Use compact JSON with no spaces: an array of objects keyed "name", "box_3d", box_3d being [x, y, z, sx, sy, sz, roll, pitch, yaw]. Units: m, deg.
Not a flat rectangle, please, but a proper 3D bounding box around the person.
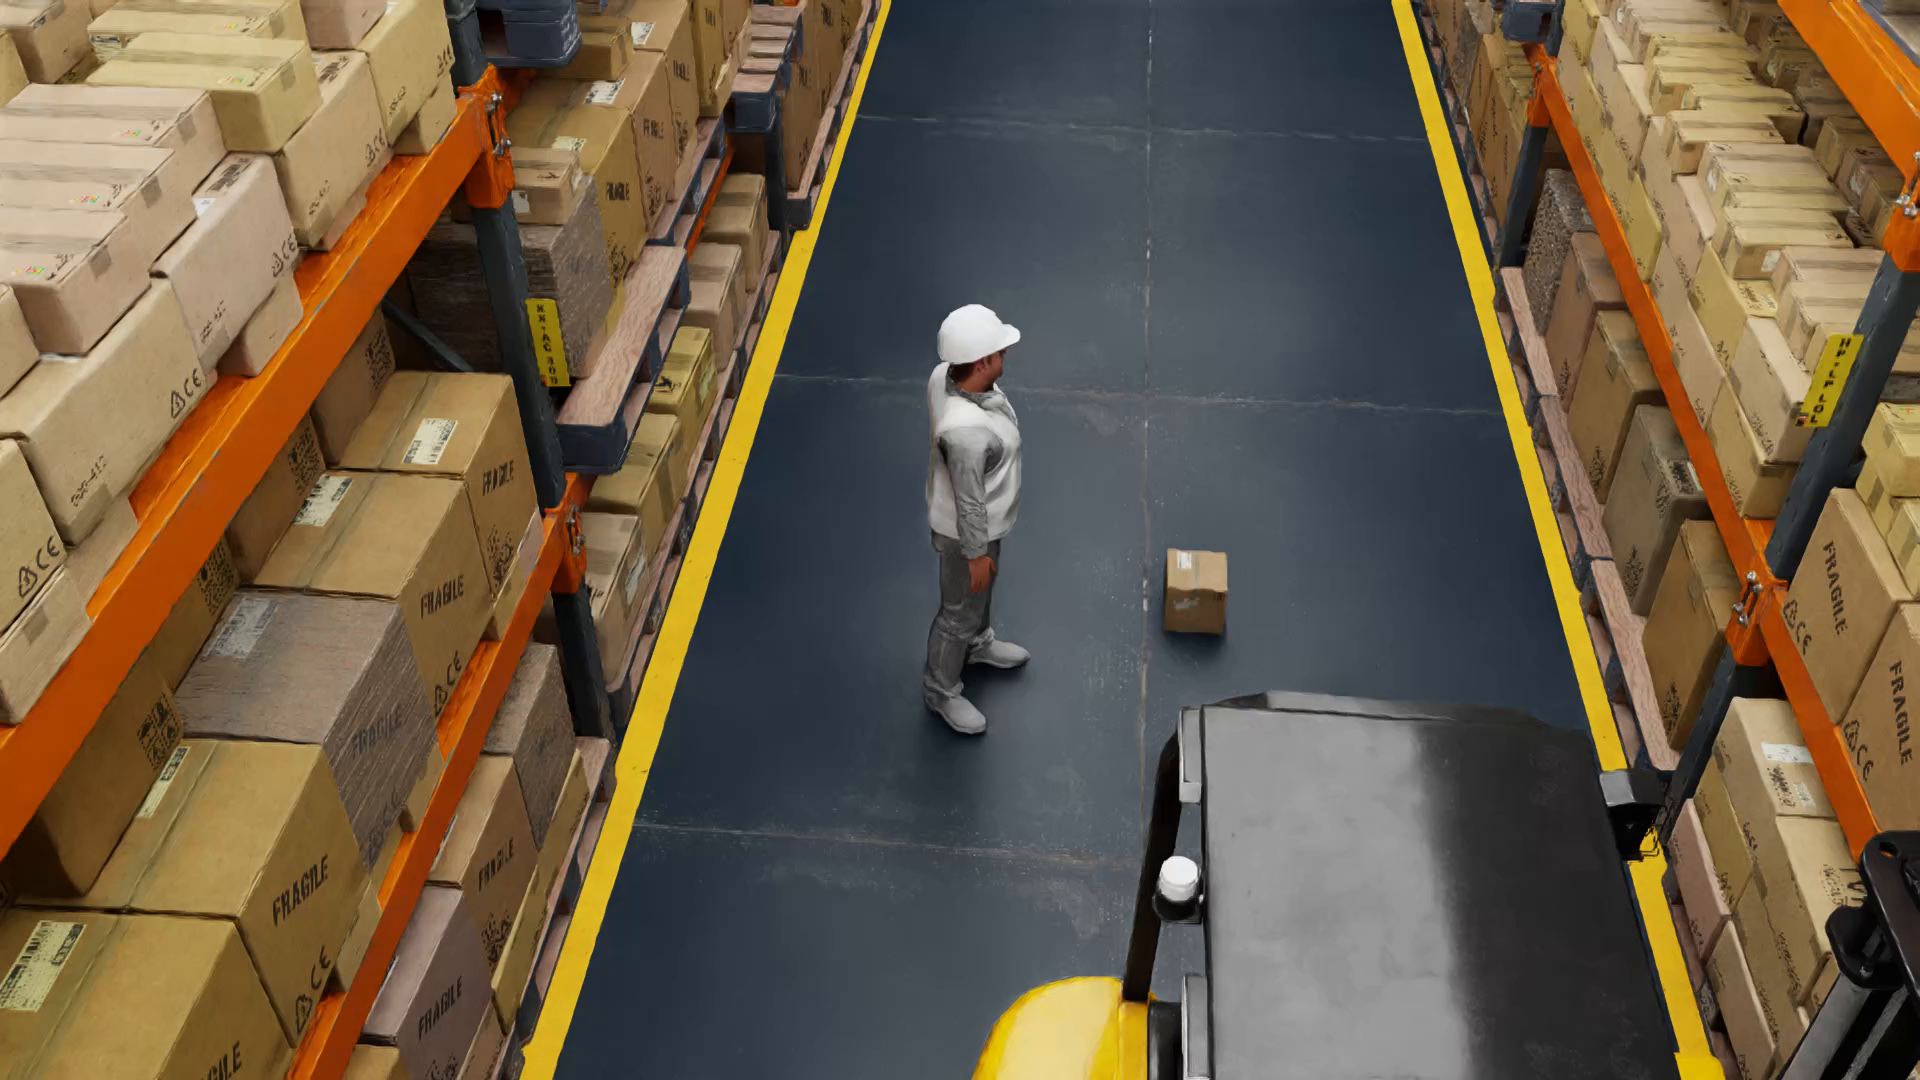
[{"name":"person","box_3d":[0.069,-0.117,6.247,0.441,1.779,0.647,-1,40,-1]}]
